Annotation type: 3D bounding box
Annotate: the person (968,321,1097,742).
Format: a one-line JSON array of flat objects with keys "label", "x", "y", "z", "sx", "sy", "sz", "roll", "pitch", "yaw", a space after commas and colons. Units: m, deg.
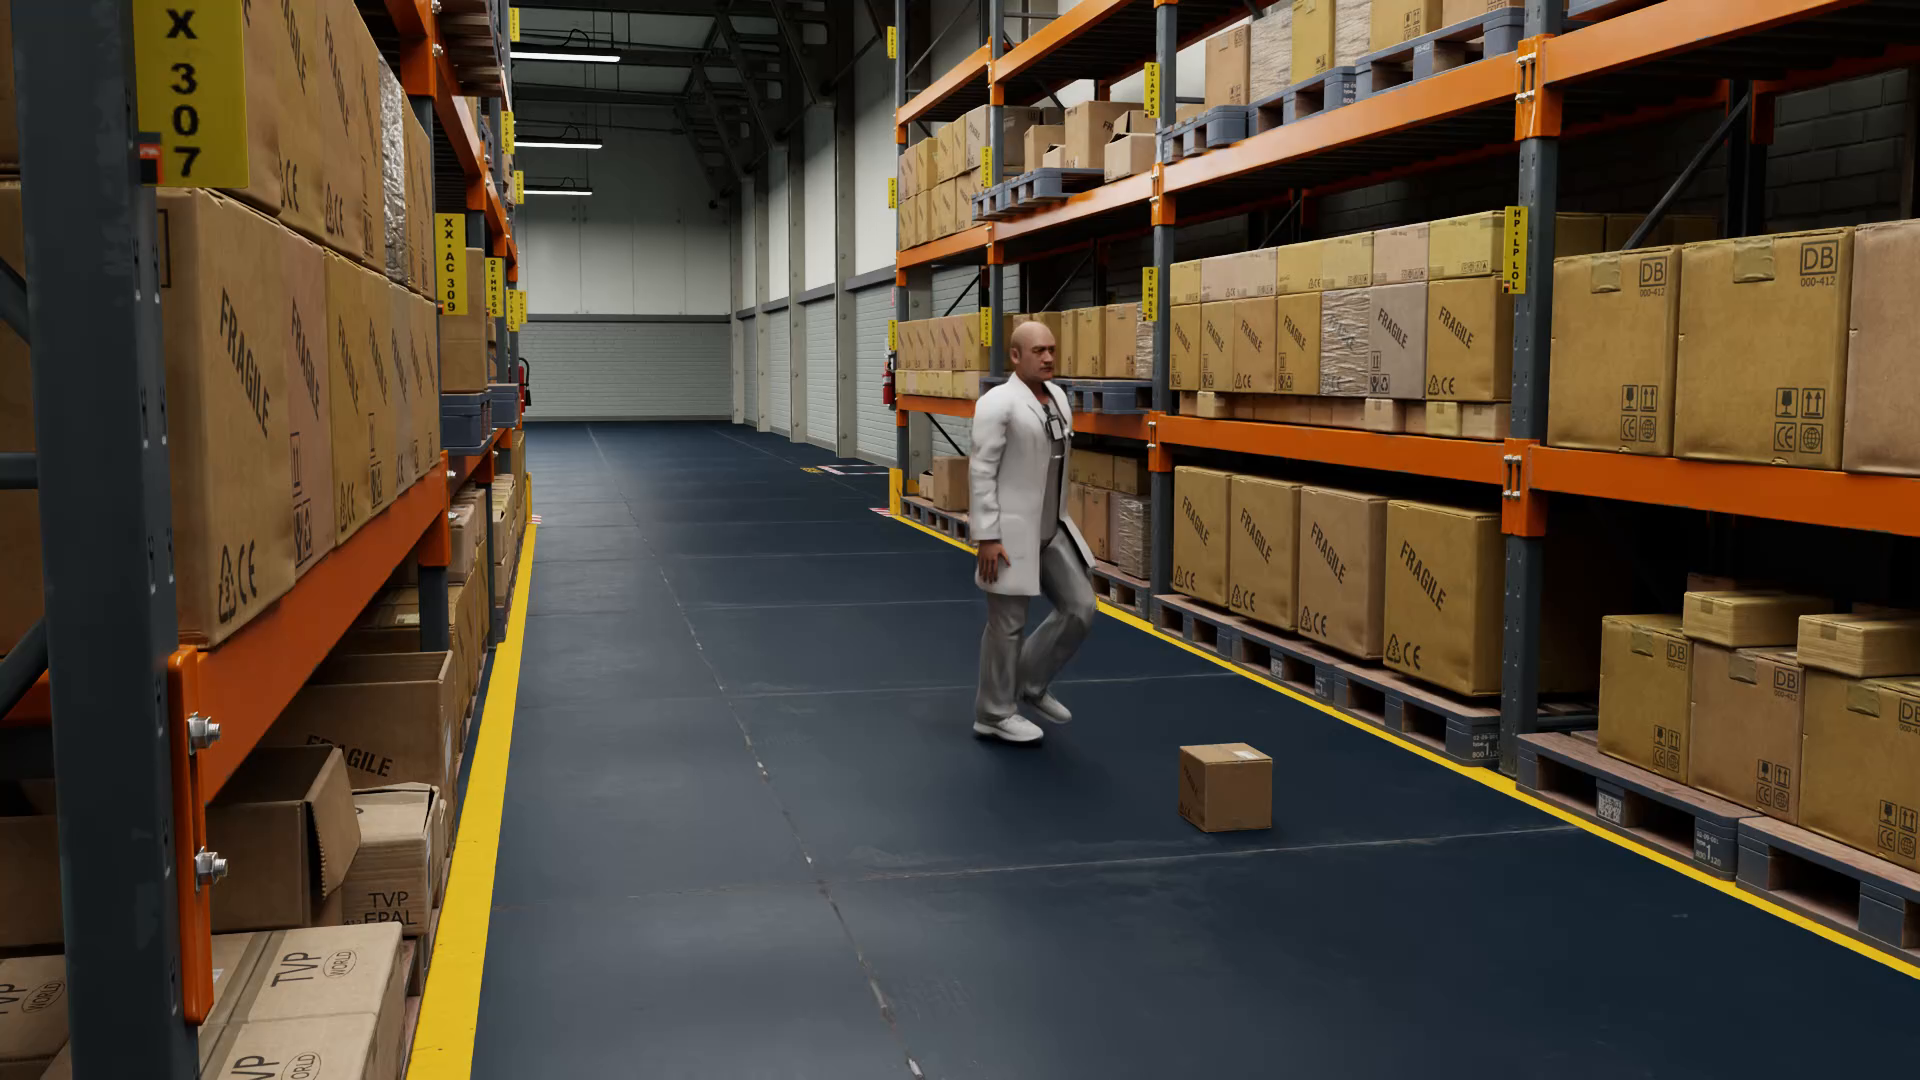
[{"label": "person", "x": 0.266, "y": -0.025, "z": 6.989, "sx": 0.521, "sy": 1.768, "sz": 0.635, "roll": 6, "pitch": 8, "yaw": 44}]
